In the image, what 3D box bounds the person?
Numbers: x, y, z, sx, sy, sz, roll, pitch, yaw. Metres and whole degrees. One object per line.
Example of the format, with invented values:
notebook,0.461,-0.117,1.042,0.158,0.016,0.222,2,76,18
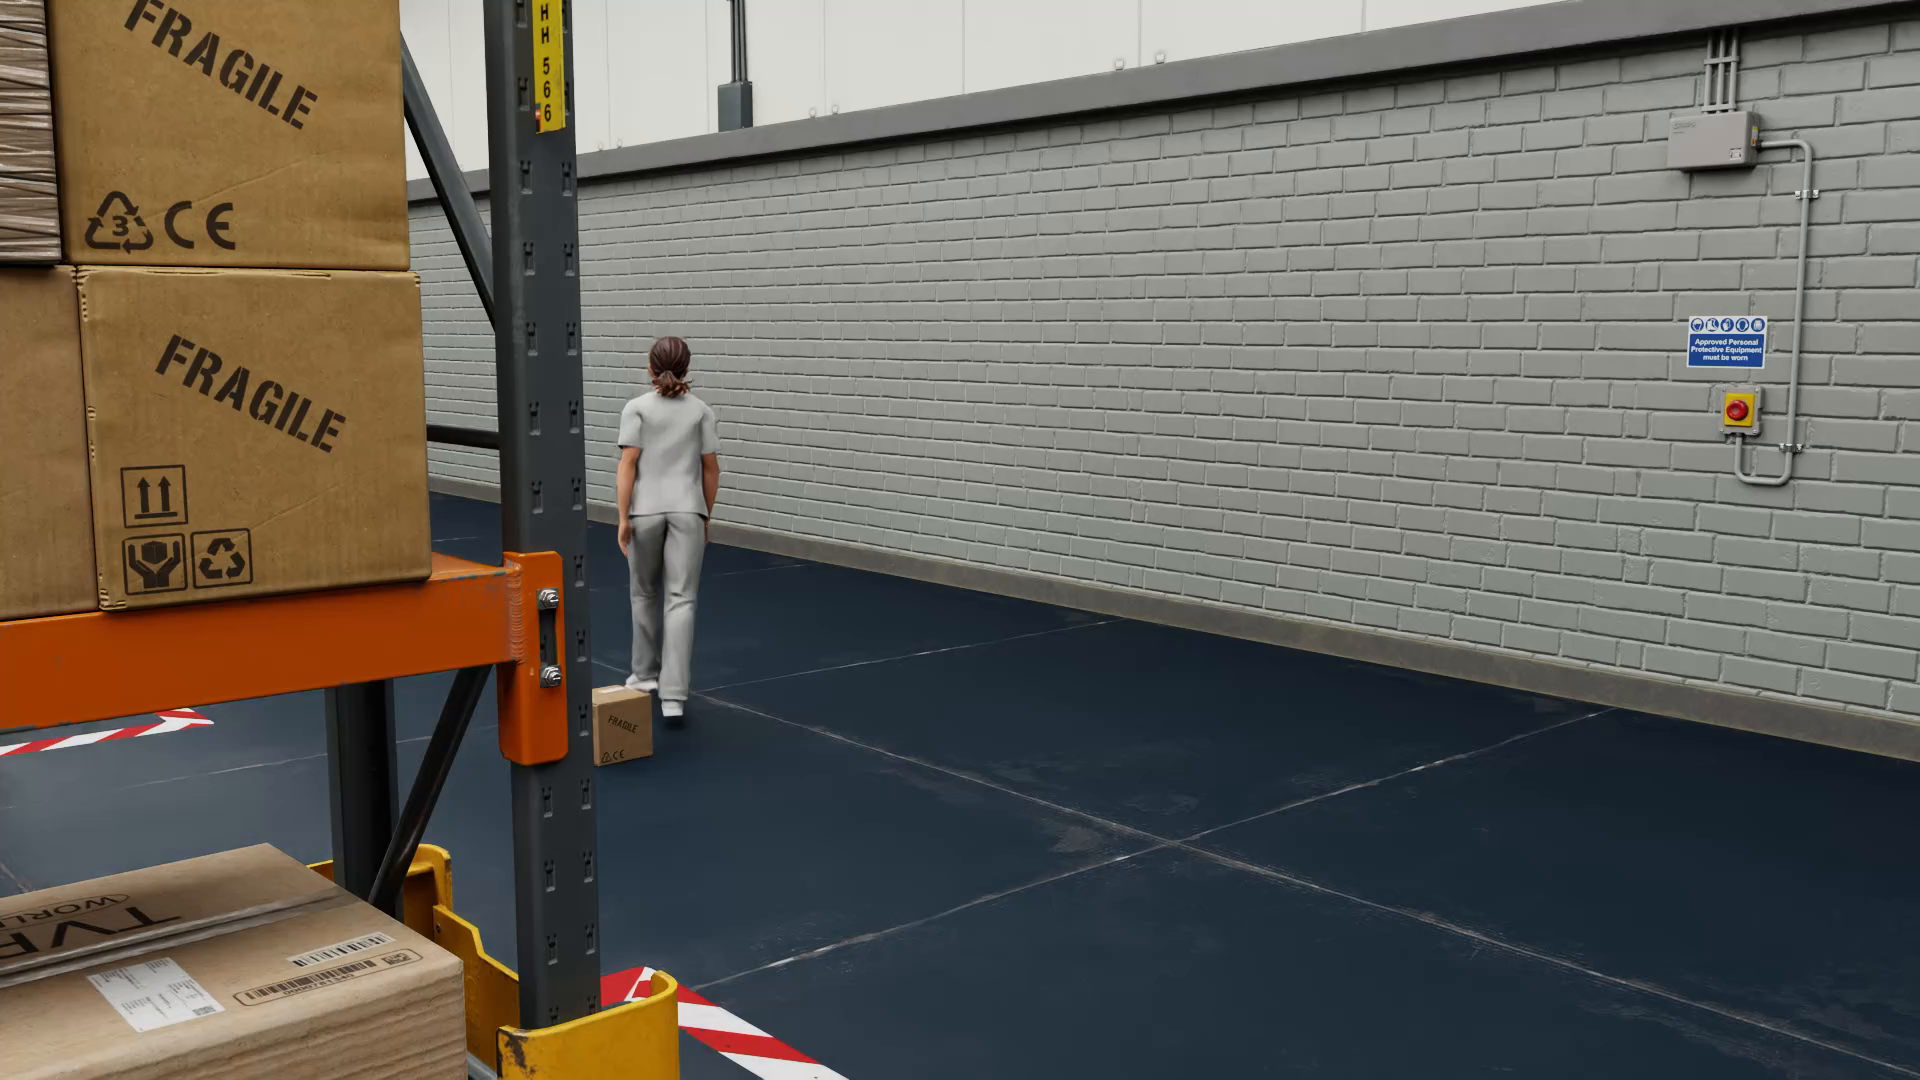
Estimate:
person,-1.285,-0.069,7.377,0.454,1.635,0.844,-1,8,-10
